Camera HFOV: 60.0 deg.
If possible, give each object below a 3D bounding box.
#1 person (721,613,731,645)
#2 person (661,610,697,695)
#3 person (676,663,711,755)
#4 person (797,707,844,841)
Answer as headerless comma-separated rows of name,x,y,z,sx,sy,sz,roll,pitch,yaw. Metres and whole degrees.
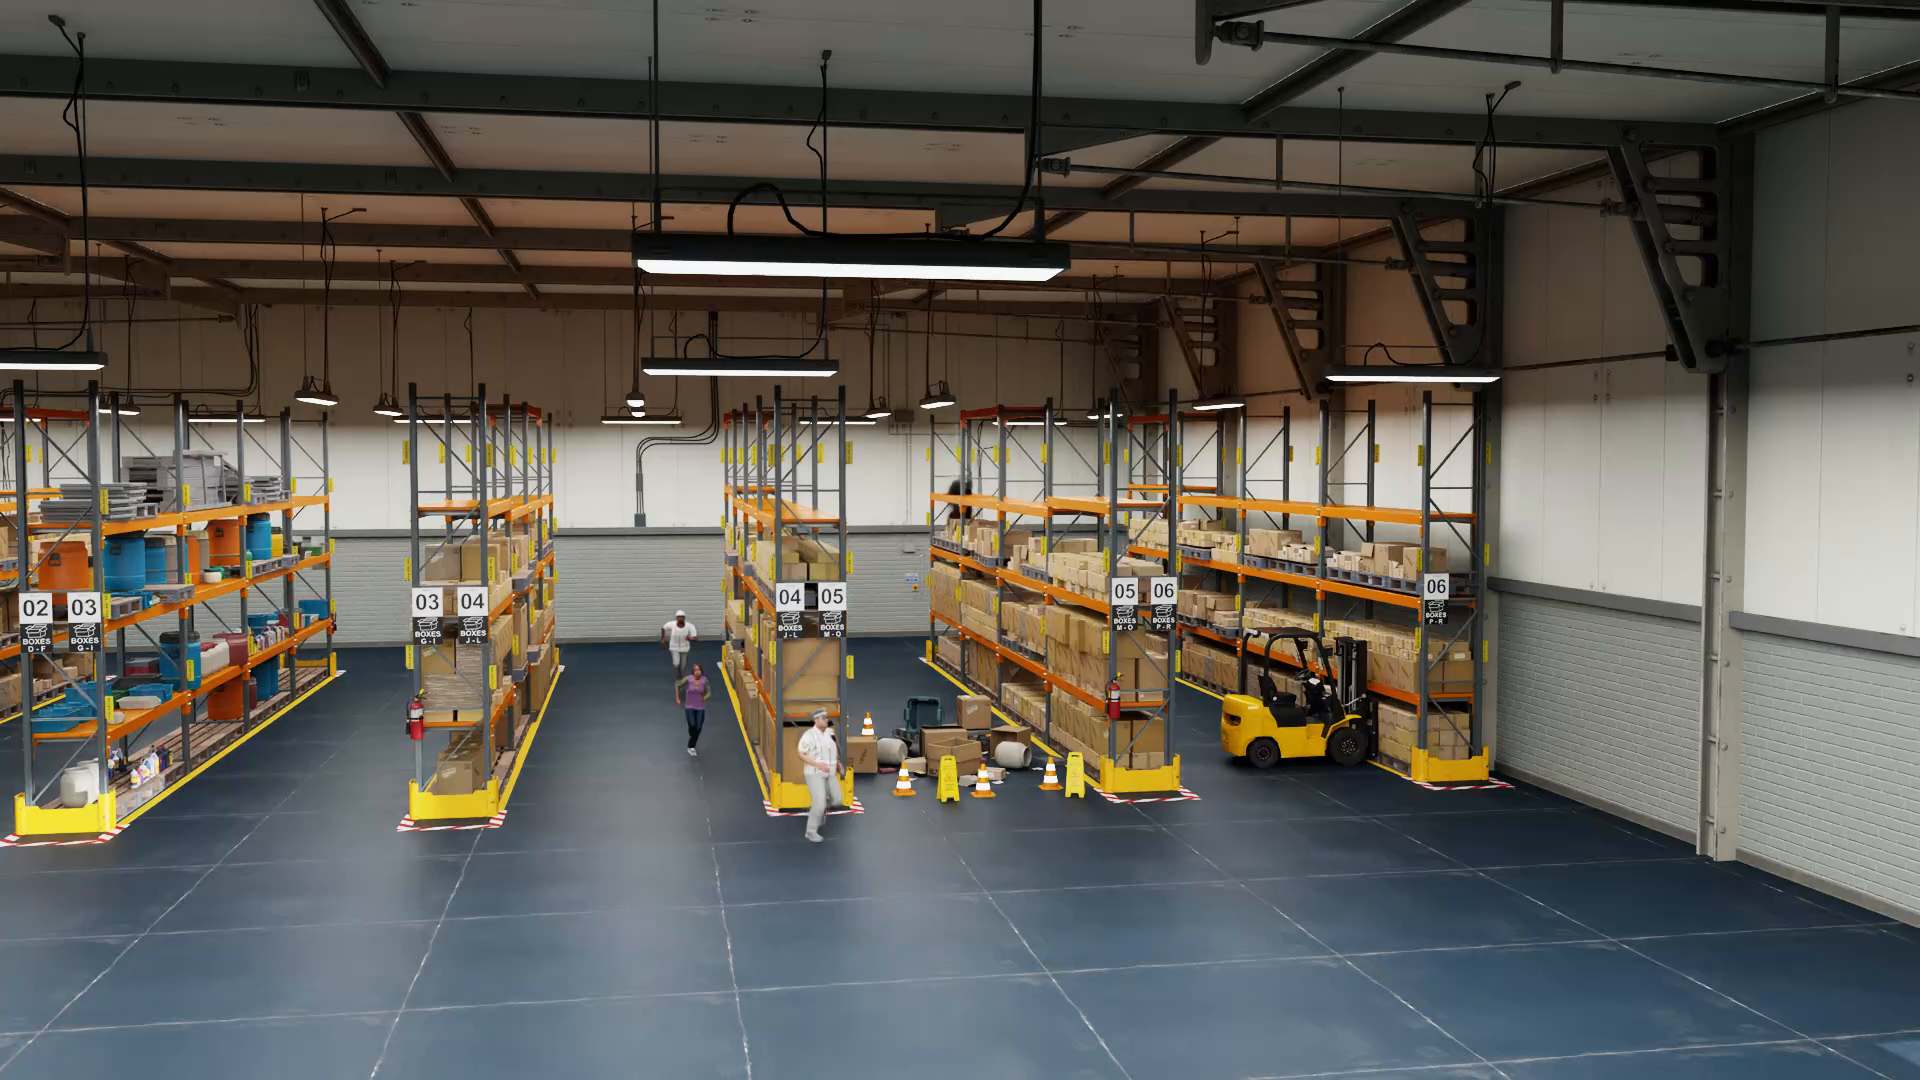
person,-5.600,2.132,40.762,0.535,1.613,0.622,0,3,-9
person,-5.911,2.356,35.022,0.729,1.785,0.835,-1,3,-14
person,-4.424,2.827,27.684,0.571,1.547,0.623,-1,3,-15
person,-1.809,3.056,21.796,0.584,1.736,0.697,3,4,44
